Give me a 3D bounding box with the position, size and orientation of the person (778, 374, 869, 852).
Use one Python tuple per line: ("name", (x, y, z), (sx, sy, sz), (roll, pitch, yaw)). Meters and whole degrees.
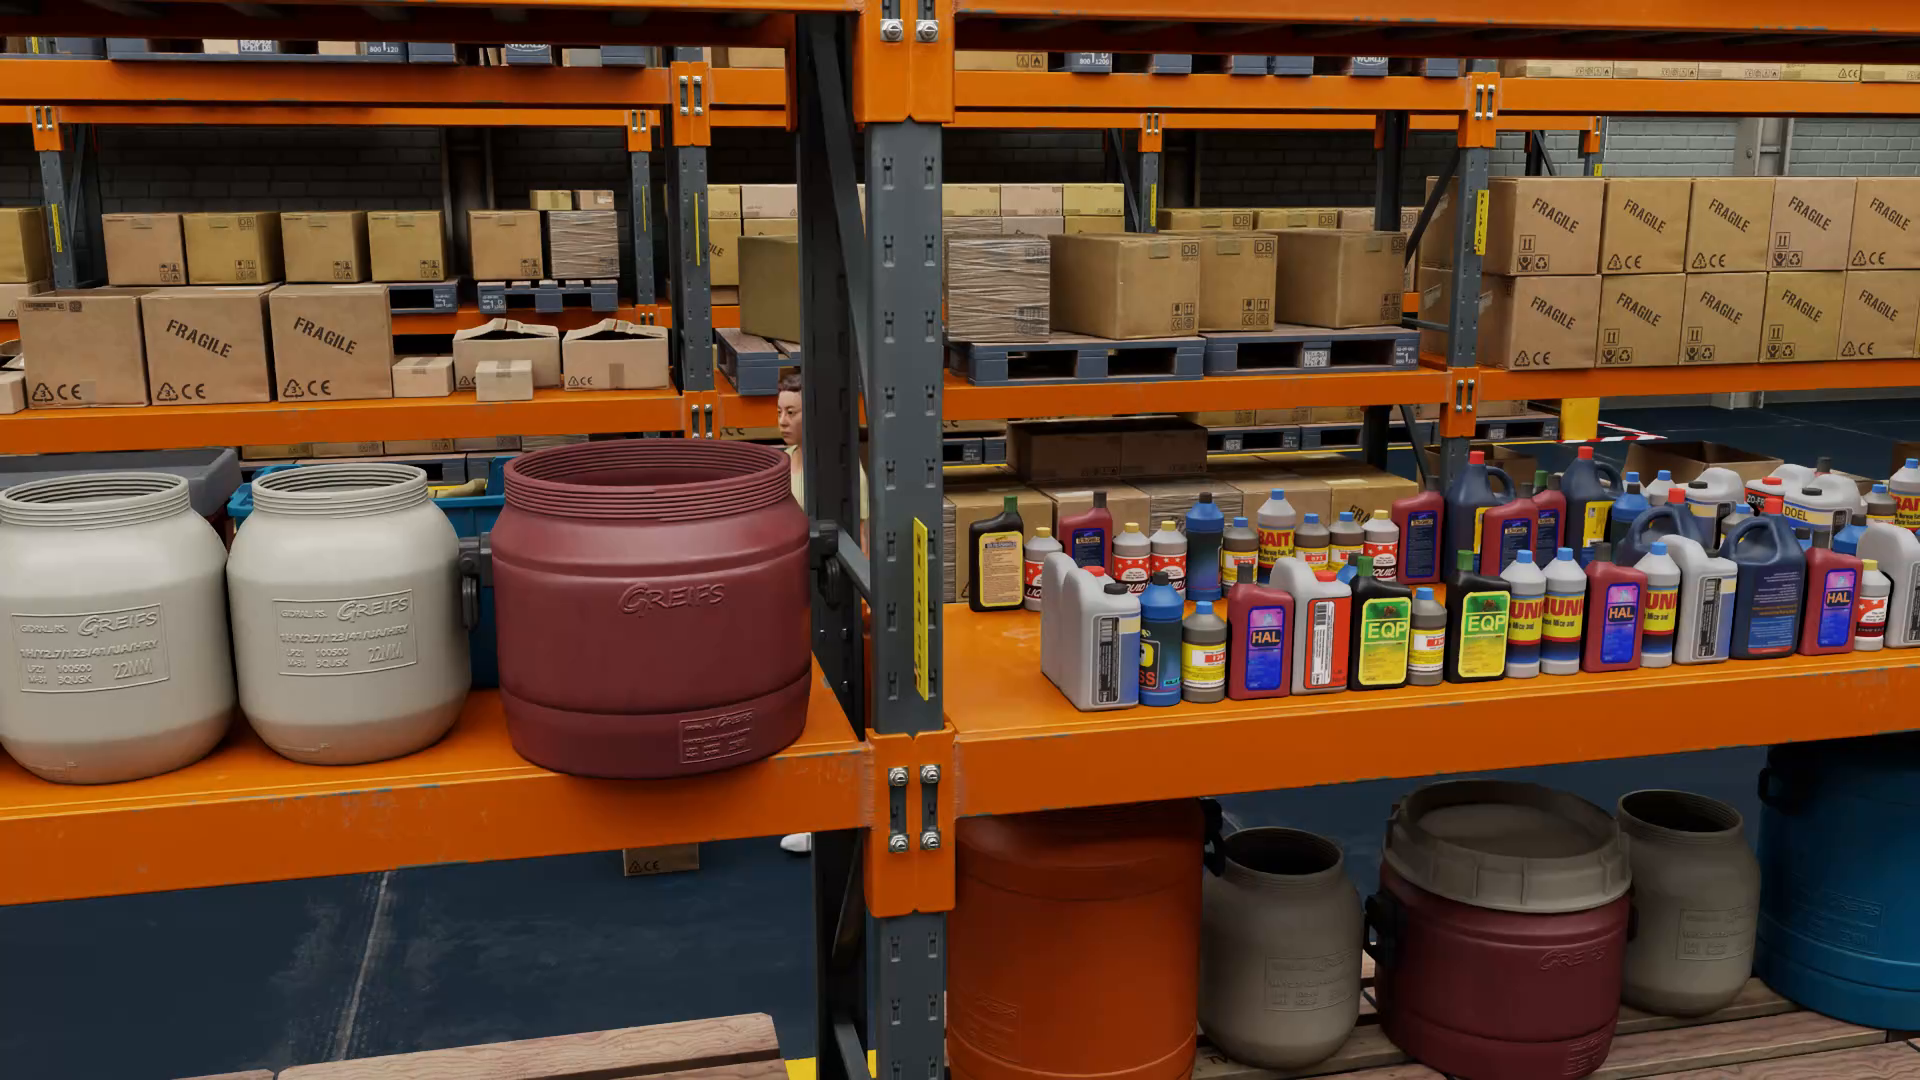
("person", (-0.533, 0.247, 5.859), (0.459, 1.677, 0.450), (9, 16, 35))
